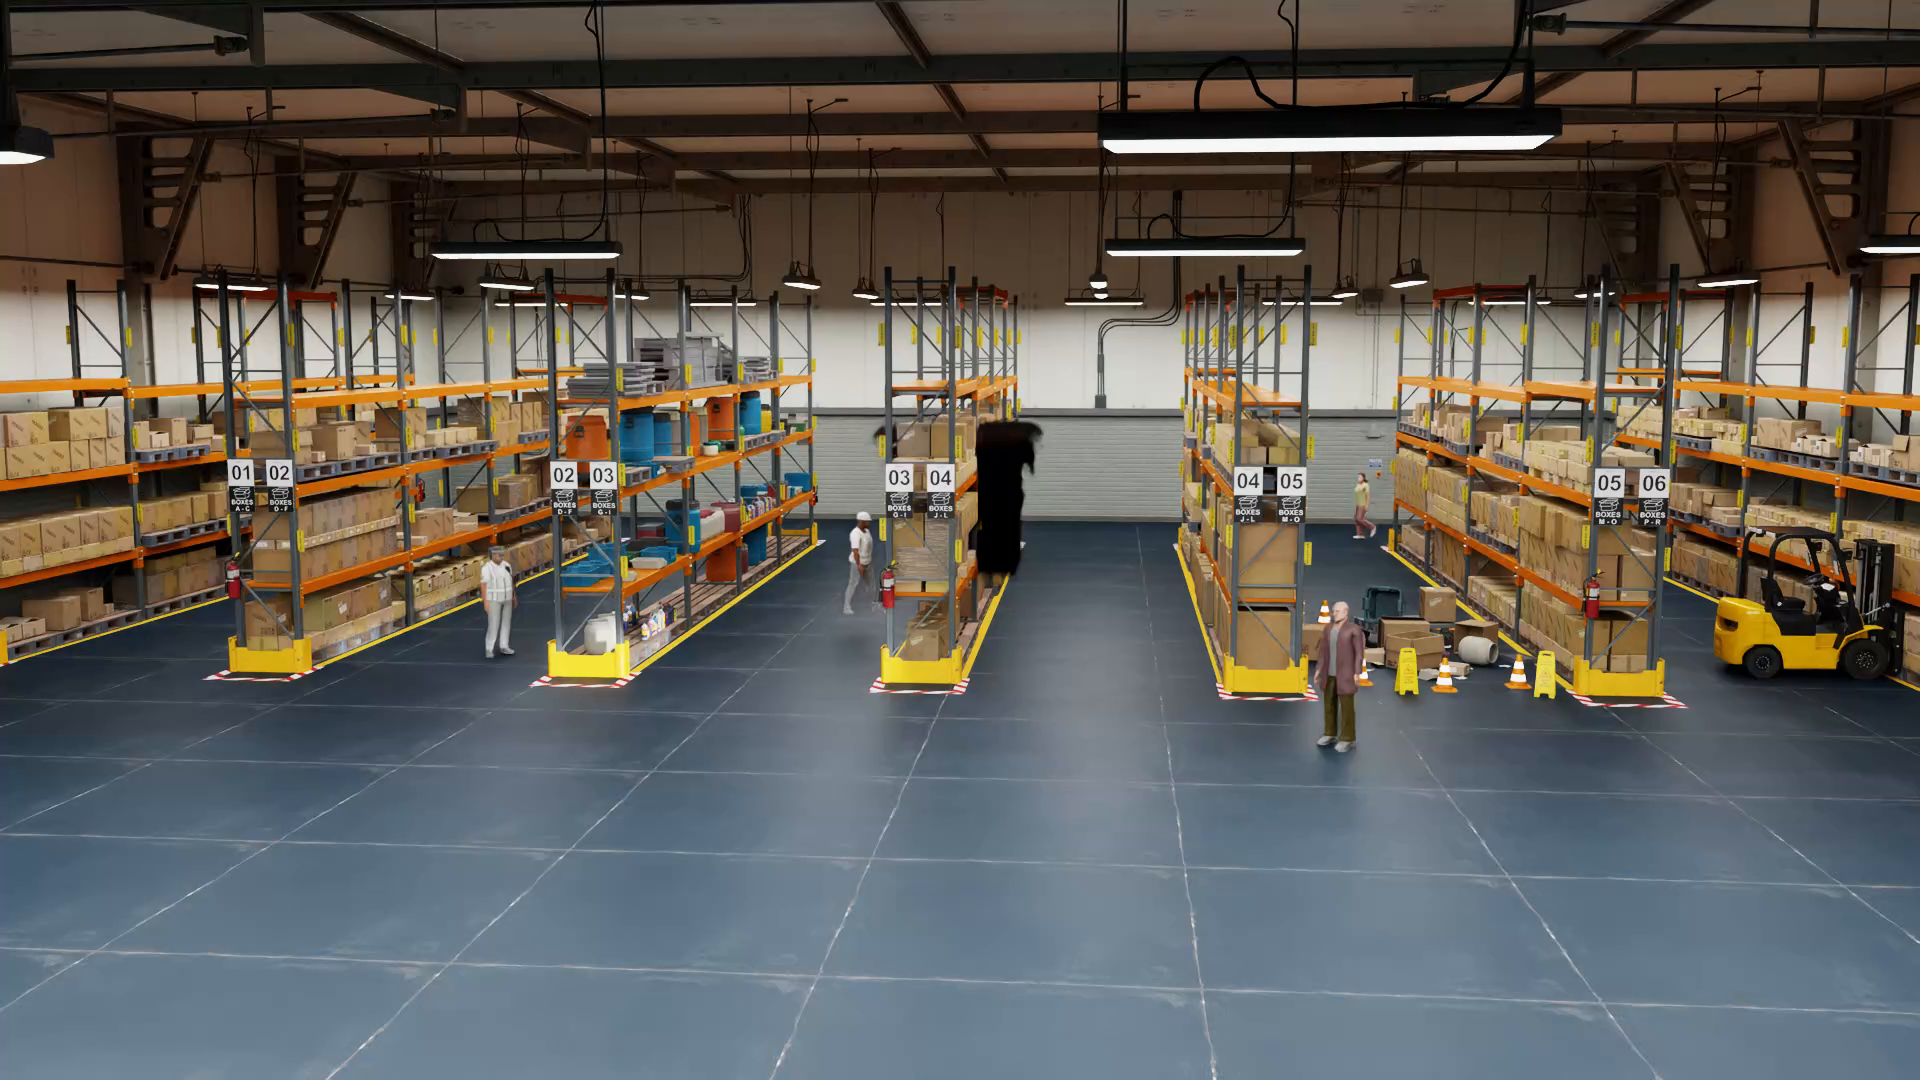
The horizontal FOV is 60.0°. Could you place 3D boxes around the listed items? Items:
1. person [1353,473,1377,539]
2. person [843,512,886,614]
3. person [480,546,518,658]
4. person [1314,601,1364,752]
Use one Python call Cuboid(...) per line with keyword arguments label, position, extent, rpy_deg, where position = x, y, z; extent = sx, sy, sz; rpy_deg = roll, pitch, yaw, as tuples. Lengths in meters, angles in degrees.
Cuboid(label="person", position=(10.058, -0.850, 41.324), extent=(0.536, 1.656, 0.455), rpy_deg=(-1, 7, -9))
Cuboid(label="person", position=(-1.632, 0.392, 28.331), extent=(0.625, 1.771, 0.706), rpy_deg=(4, 8, 29))
Cuboid(label="person", position=(-7.289, 0.972, 26.322), extent=(0.401, 1.797, 0.589), rpy_deg=(7, 10, 44))
Cuboid(label="person", position=(4.604, 1.654, 20.374), extent=(0.414, 1.802, 0.625), rpy_deg=(-6, 9, -41))
